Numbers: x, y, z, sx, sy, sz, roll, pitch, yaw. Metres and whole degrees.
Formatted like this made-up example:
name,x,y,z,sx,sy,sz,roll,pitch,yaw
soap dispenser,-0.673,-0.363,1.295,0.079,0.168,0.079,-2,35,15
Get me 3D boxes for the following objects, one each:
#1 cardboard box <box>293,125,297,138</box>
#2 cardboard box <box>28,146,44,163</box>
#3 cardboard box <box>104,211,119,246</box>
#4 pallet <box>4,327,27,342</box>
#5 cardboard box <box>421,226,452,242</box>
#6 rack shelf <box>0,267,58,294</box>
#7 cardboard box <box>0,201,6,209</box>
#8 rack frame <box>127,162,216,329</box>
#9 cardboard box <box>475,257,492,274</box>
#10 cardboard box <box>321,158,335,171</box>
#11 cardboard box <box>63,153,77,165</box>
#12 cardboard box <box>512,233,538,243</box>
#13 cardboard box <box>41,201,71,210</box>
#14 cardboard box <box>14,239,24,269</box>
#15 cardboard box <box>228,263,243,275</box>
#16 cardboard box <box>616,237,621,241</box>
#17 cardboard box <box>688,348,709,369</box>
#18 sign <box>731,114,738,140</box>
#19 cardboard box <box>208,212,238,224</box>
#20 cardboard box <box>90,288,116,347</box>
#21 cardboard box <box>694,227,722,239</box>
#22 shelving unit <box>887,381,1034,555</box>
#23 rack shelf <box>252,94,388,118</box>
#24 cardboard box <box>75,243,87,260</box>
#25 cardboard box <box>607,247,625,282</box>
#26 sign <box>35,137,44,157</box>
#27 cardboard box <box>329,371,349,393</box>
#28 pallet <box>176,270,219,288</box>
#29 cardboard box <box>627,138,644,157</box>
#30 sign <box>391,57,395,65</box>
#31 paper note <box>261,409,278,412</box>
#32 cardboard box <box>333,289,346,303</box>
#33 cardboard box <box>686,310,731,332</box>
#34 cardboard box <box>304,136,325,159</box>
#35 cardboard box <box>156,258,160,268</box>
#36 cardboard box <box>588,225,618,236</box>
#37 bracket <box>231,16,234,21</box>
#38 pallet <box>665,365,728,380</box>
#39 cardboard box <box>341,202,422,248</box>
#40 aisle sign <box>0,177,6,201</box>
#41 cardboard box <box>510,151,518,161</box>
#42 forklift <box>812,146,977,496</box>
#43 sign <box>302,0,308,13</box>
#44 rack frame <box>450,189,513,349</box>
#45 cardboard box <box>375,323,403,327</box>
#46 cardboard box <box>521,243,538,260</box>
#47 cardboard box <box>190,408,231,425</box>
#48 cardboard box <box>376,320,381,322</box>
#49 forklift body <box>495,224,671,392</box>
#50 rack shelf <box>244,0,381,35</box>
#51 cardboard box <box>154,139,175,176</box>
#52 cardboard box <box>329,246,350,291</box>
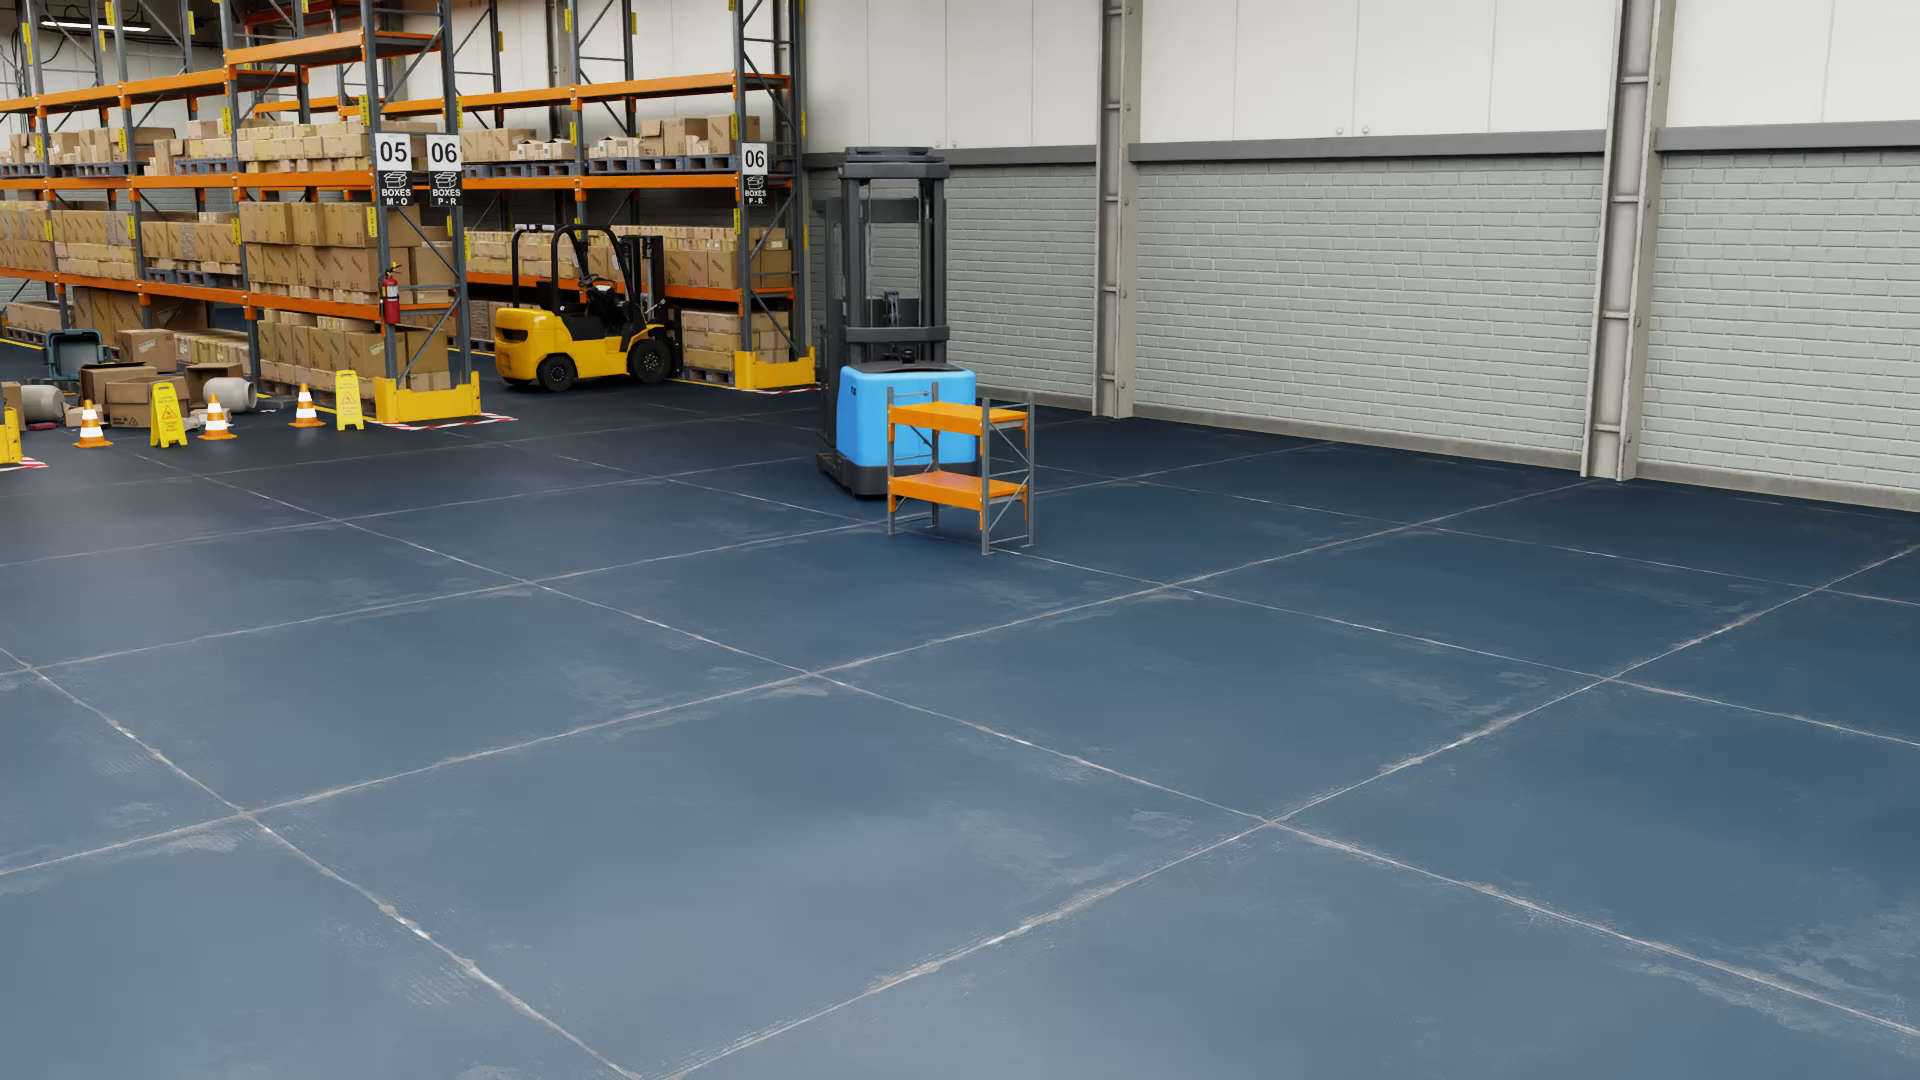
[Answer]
name,x,y,z,sx,sy,sz,roll,pitch,yaw
cardboard box,-7.756,-4.895,19.950,0.380,0.149,0.250,-10,16,-41
cardboard box,-15.068,-6.339,27.358,0.396,0.266,0.258,-10,15,-41
cardboard box,-12.540,-4.700,25.067,0.500,0.500,0.500,-11,16,-42
pallet,-16.549,-3.745,30.065,1.003,0.211,1.213,-11,16,-43
cardboard box,-9.307,-5.210,28.969,0.637,0.503,0.797,11,16,44
rack shelf,-15.777,-4.572,28.953,1.077,0.370,4.000,-11,16,-43
cardboard box,-16.589,-5.864,29.109,0.250,0.149,0.380,11,16,43
rack frame,-11.633,-4.049,24.631,1.000,3.000,0.127,-11,16,-43
cardboard box,-7.573,-4.495,27.166,0.500,0.250,0.500,-11,16,-44
cardboard box,-7.245,-4.392,19.484,0.380,0.149,0.250,-11,16,-43
cardboard box,-13.775,-5.960,26.010,0.250,0.166,0.380,10,16,41
cardboard box,-6.823,-4.753,26.194,0.250,0.149,0.380,11,16,44
cardboard box,-14.839,-5.490,27.291,0.380,0.149,0.250,-11,16,-44
cardboard box,-15.969,-4.938,28.698,0.500,0.500,0.500,-10,15,-41
cardboard box,-9.426,-3.584,21.958,0.380,0.149,0.250,-11,16,-42
cardboard box,-4.757,-4.323,24.105,0.380,0.149,0.250,-10,16,-41
cardboard box,-3.411,-2.531,23.036,0.500,0.250,0.500,-11,16,-43
sign,-2.923,-5.364,21.582,0.100,0.325,0.005,-11,16,-43
cardboard box,-9.839,-4.318,22.303,0.250,0.149,0.380,11,16,43
cardboard box,-13.280,-3.588,26.616,0.875,0.875,0.875,-10,15,-41
cardboard box,-3.432,-4.222,22.877,0.380,0.149,0.250,-11,16,-42
shelving unit,-0.005,-0.552,12.303,0.538,1.125,1.048,-11,16,-43
rack shelf,-12.190,-8.201,31.708,1.077,0.370,4.000,-11,16,-43
cardboard box,-13.586,-4.551,26.201,0.500,0.250,0.500,-11,16,-42
cardboard box,-4.794,-4.032,24.298,0.500,0.500,0.500,-11,16,-42
sign,-14.796,-6.316,26.725,0.100,0.325,0.005,-11,16,-43
cardboard box,-7.214,-1.898,19.962,0.500,0.250,0.500,-11,16,-42
pallet,-10.237,-3.672,23.275,1.003,0.211,1.213,-11,16,-43
cardboard box,-4.478,-5.556,23.559,0.258,0.266,0.396,11,16,44
sign,-10.411,-8.876,30.488,0.100,0.325,0.005,-11,16,-43
paper note,-8.249,-1.548,19.849,0.148,0.019,0.142,6,13,26
cardboard box,-7.138,-2.878,19.572,0.380,0.149,0.250,-11,16,-42
cardboard box,-3.422,-3.020,22.931,0.500,0.250,0.500,-11,16,-42
cardboard box,-7.365,-4.609,19.548,0.500,0.250,0.500,-10,16,-41
cardboard box,-11.373,-4.012,24.035,0.250,0.149,0.380,11,16,42
cardboard box,-5.278,-4.582,24.625,0.380,0.149,0.250,-10,16,-41
bracket,-15.324,-11.140,35.262,0.235,0.232,0.430,-11,16,-43
pallet,-3.918,-2.492,23.982,1.003,0.211,1.213,-11,16,-43
cardboard box,-6.619,-3.610,19.037,0.500,0.500,0.700,11,16,44
aisle sign,-17.418,-6.460,29.890,0.394,0.787,0.004,-11,16,-43
cardboard box,-6.795,-5.989,25.947,0.380,0.149,0.250,-11,16,-43
forklift,-0.720,-2.059,15.141,1.130,2.935,3.031,-3,12,-14
sign,-8.466,-6.973,21.443,0.100,0.325,0.005,-11,16,-43
rack frame,-8.046,-4.741,27.991,1.000,3.000,0.127,-11,16,-43
cardboard box,-7.187,-2.417,20.626,0.500,0.500,0.500,-10,16,-41
cardboard box,-6.517,-4.514,26.022,0.500,0.250,0.500,-10,16,-41
cardboard box,-8.474,-1.395,18.813,0.380,0.149,0.250,-3,12,-13
cardboard box,-10.262,-4.128,30.169,0.500,0.500,0.500,-11,16,-43
forklift body,-5.150,-3.180,22.519,2.313,2.155,1.214,-11,16,-43
rack shelf,-12.190,-9.831,31.373,1.077,0.370,4.000,-11,16,-43
cardboard box,-10.986,-5.427,23.640,0.700,0.500,0.500,-11,16,-43
cardboard box,-7.025,-3.191,19.479,0.500,0.500,0.500,-11,16,-42
